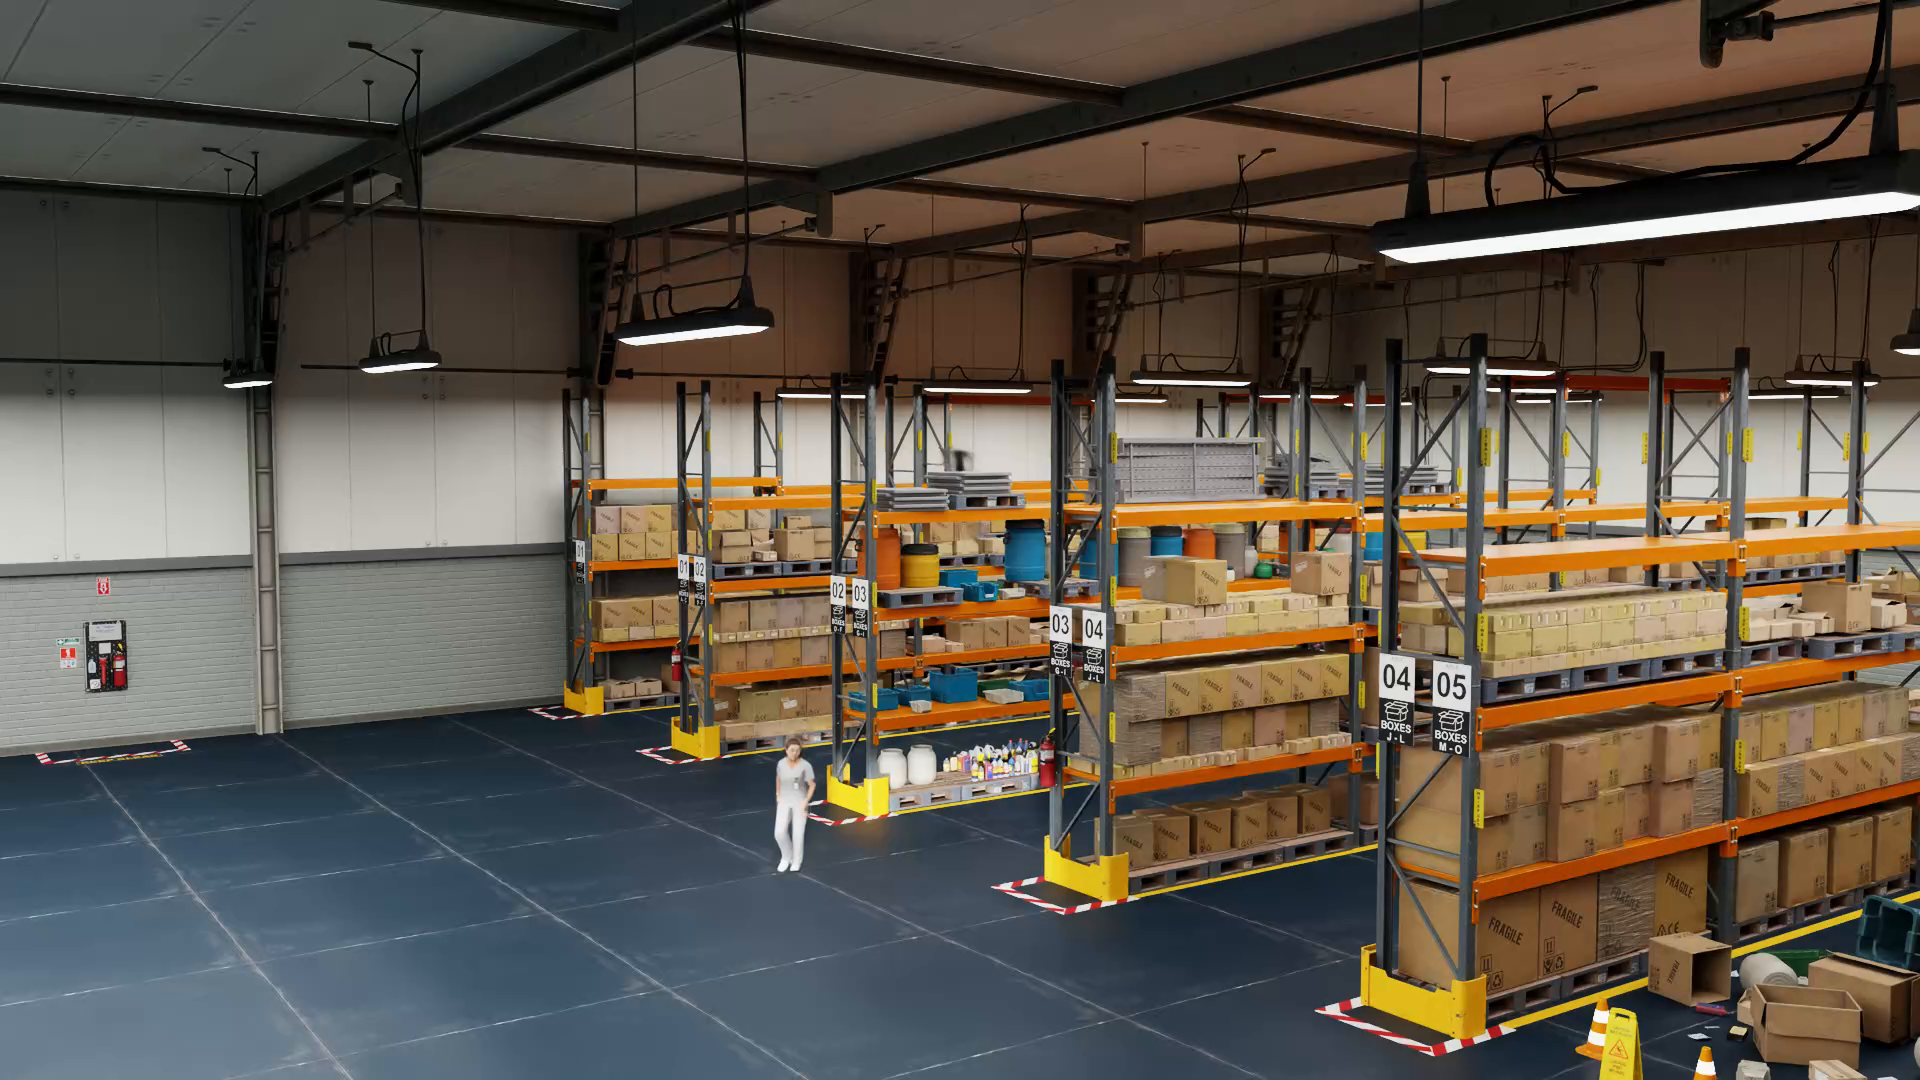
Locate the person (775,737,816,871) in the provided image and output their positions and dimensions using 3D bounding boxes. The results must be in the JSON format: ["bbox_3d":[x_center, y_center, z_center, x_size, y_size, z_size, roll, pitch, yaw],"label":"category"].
[{"bbox_3d":[-1.933,3.097,19.374,0.548,1.621,0.763,0,4,6],"label":"person"}]
